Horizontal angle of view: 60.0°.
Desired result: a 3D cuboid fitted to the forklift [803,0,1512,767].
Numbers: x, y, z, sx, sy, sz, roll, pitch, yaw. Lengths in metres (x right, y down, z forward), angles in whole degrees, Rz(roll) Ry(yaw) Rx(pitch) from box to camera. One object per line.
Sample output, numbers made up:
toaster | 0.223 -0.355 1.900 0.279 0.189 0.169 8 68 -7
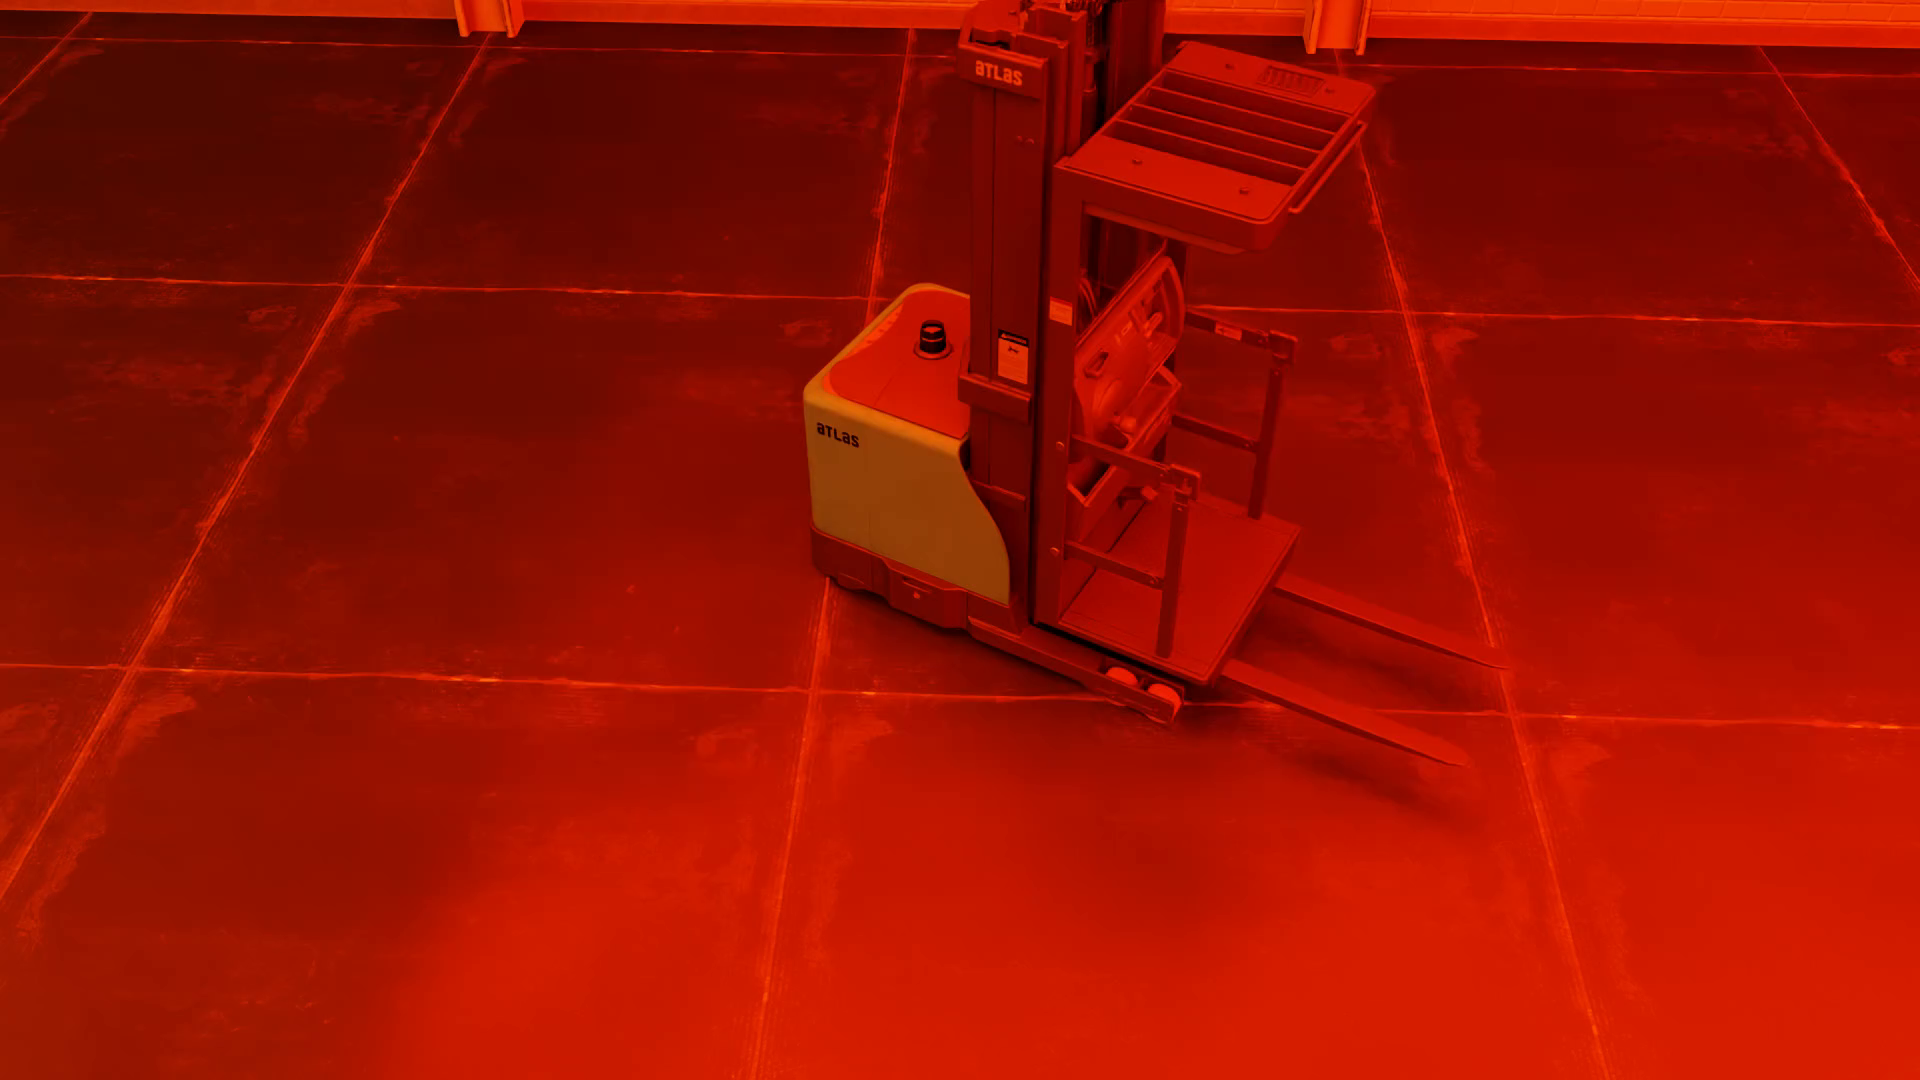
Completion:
forklift | 0.853 -0.720 6.531 3.031 2.935 1.130 21 46 21
